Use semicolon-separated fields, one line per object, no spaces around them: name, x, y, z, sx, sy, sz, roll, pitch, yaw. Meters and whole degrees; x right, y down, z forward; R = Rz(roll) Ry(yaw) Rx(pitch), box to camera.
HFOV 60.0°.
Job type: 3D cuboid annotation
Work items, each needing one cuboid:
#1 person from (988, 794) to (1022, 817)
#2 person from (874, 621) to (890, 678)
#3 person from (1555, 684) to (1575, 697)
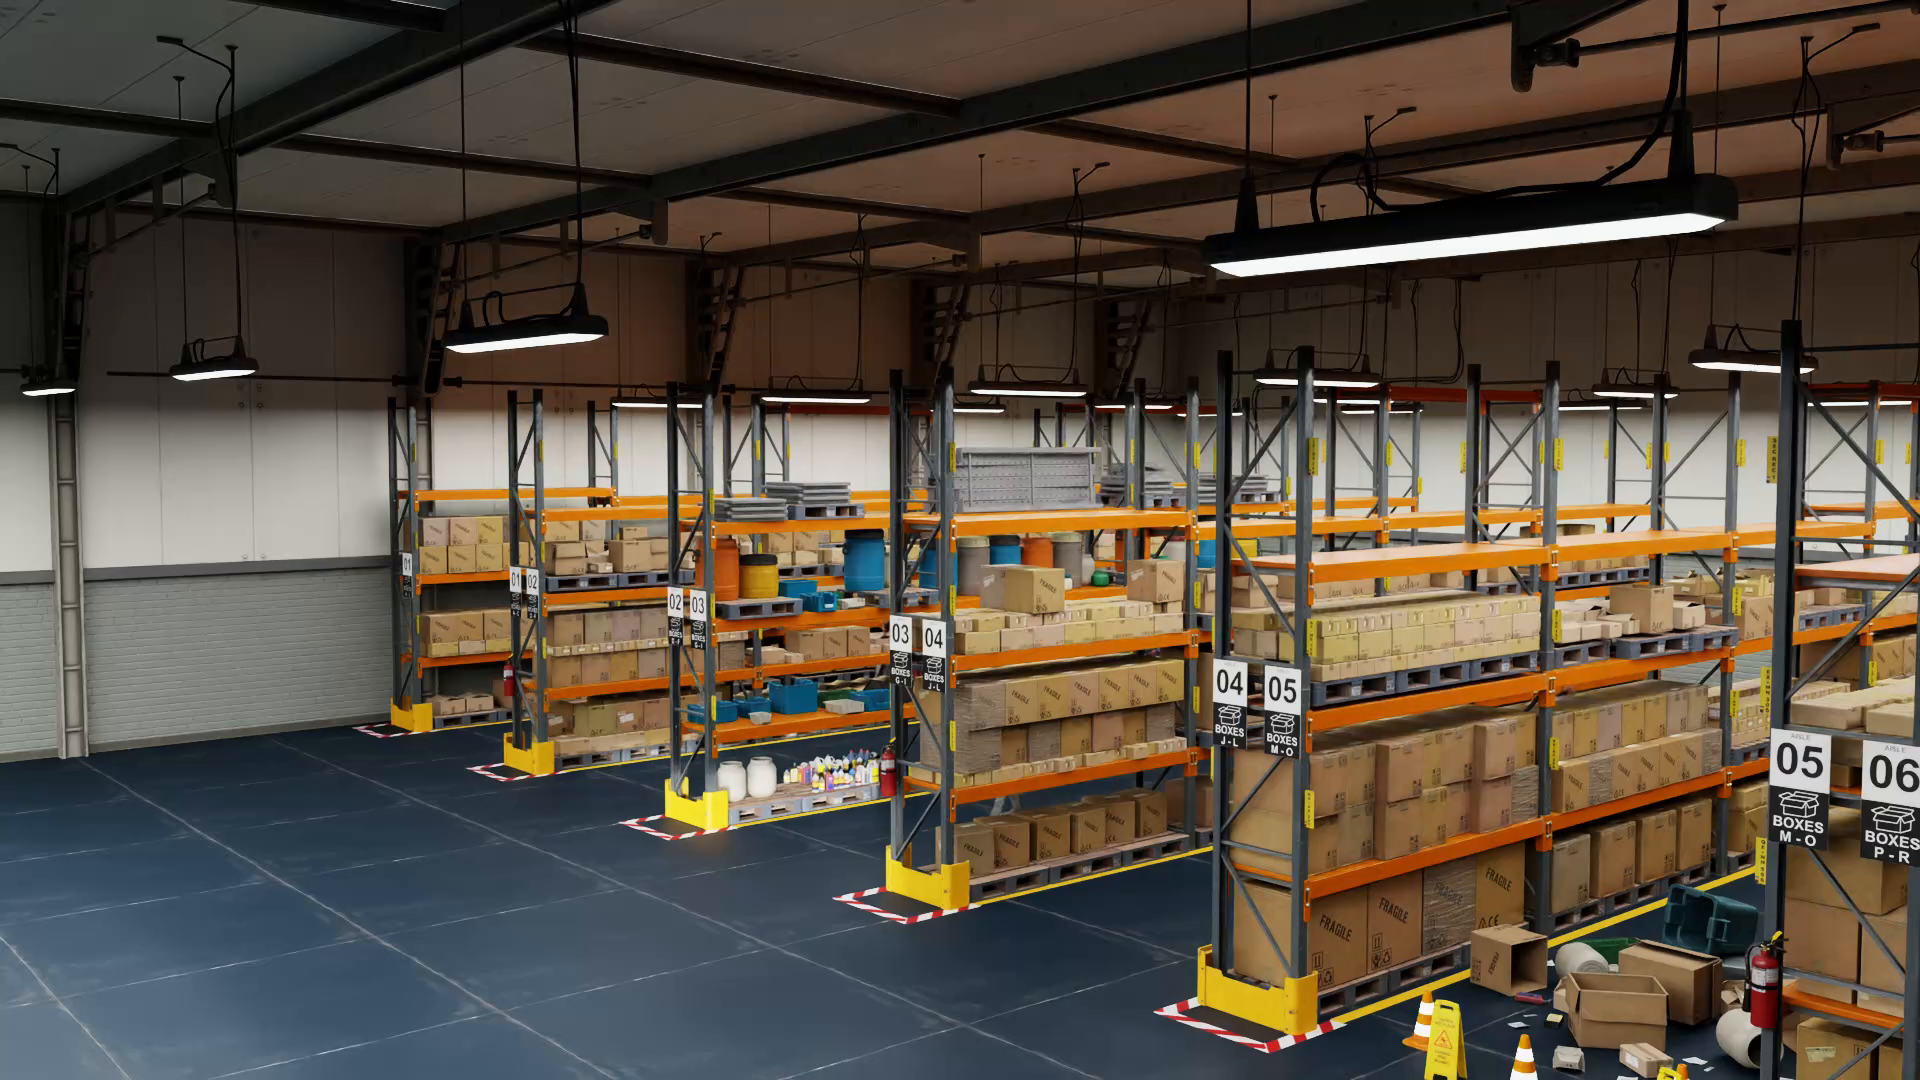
person;0.575;2.991;22.976;0.622;1.671;0.590;-1;3;-13
person;-1.536;2.405;33.652;0.435;1.546;0.967;2;4;34
person;8.955;2.860;24.623;0.959;1.675;0.581;-2;4;-31
